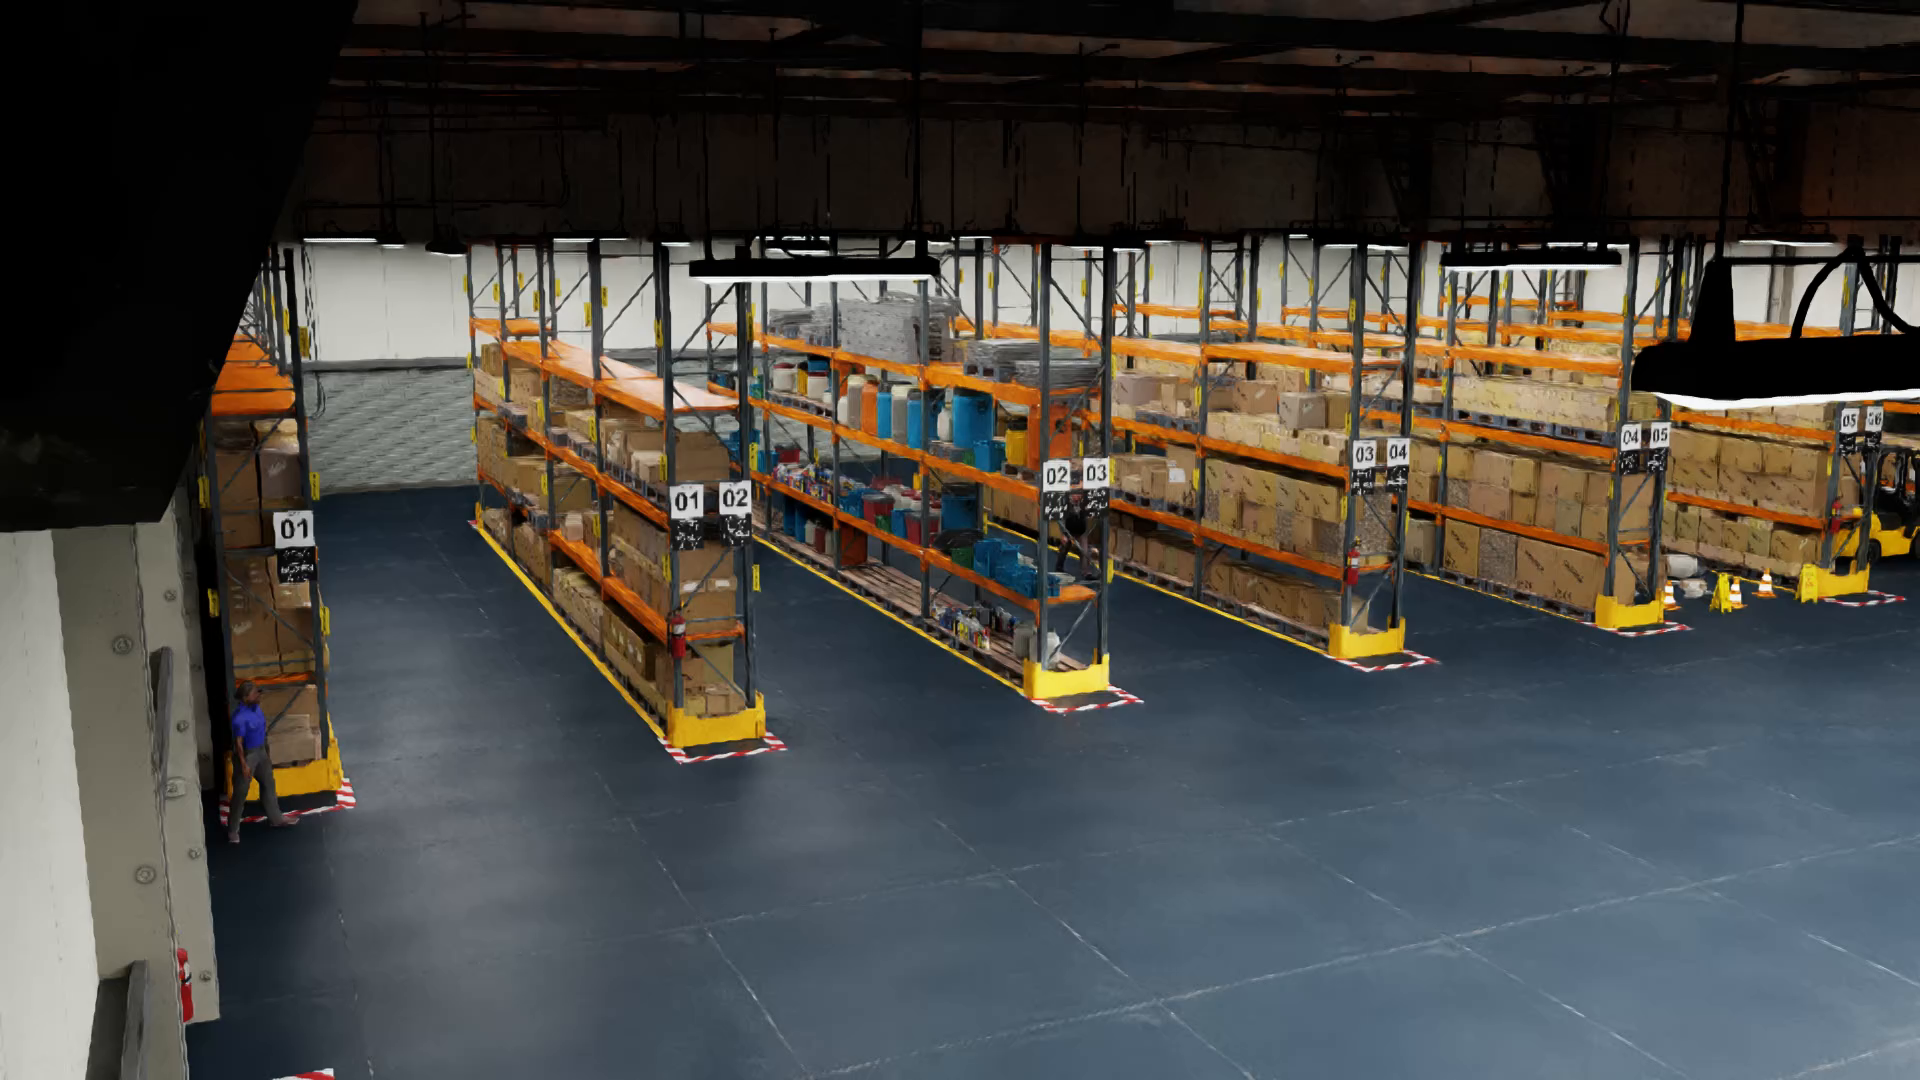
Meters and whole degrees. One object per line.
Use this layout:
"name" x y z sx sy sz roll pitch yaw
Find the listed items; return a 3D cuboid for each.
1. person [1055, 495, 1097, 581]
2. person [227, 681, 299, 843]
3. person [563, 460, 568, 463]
"person" 2.008 -0.131 29.424 0.543 1.648 1.115 -4 12 -21
"person" -7.299 2.242 17.181 0.521 1.652 0.687 2 11 10
"person" -8.731 -1.424 36.182 0.630 1.608 0.811 -9 14 -40
